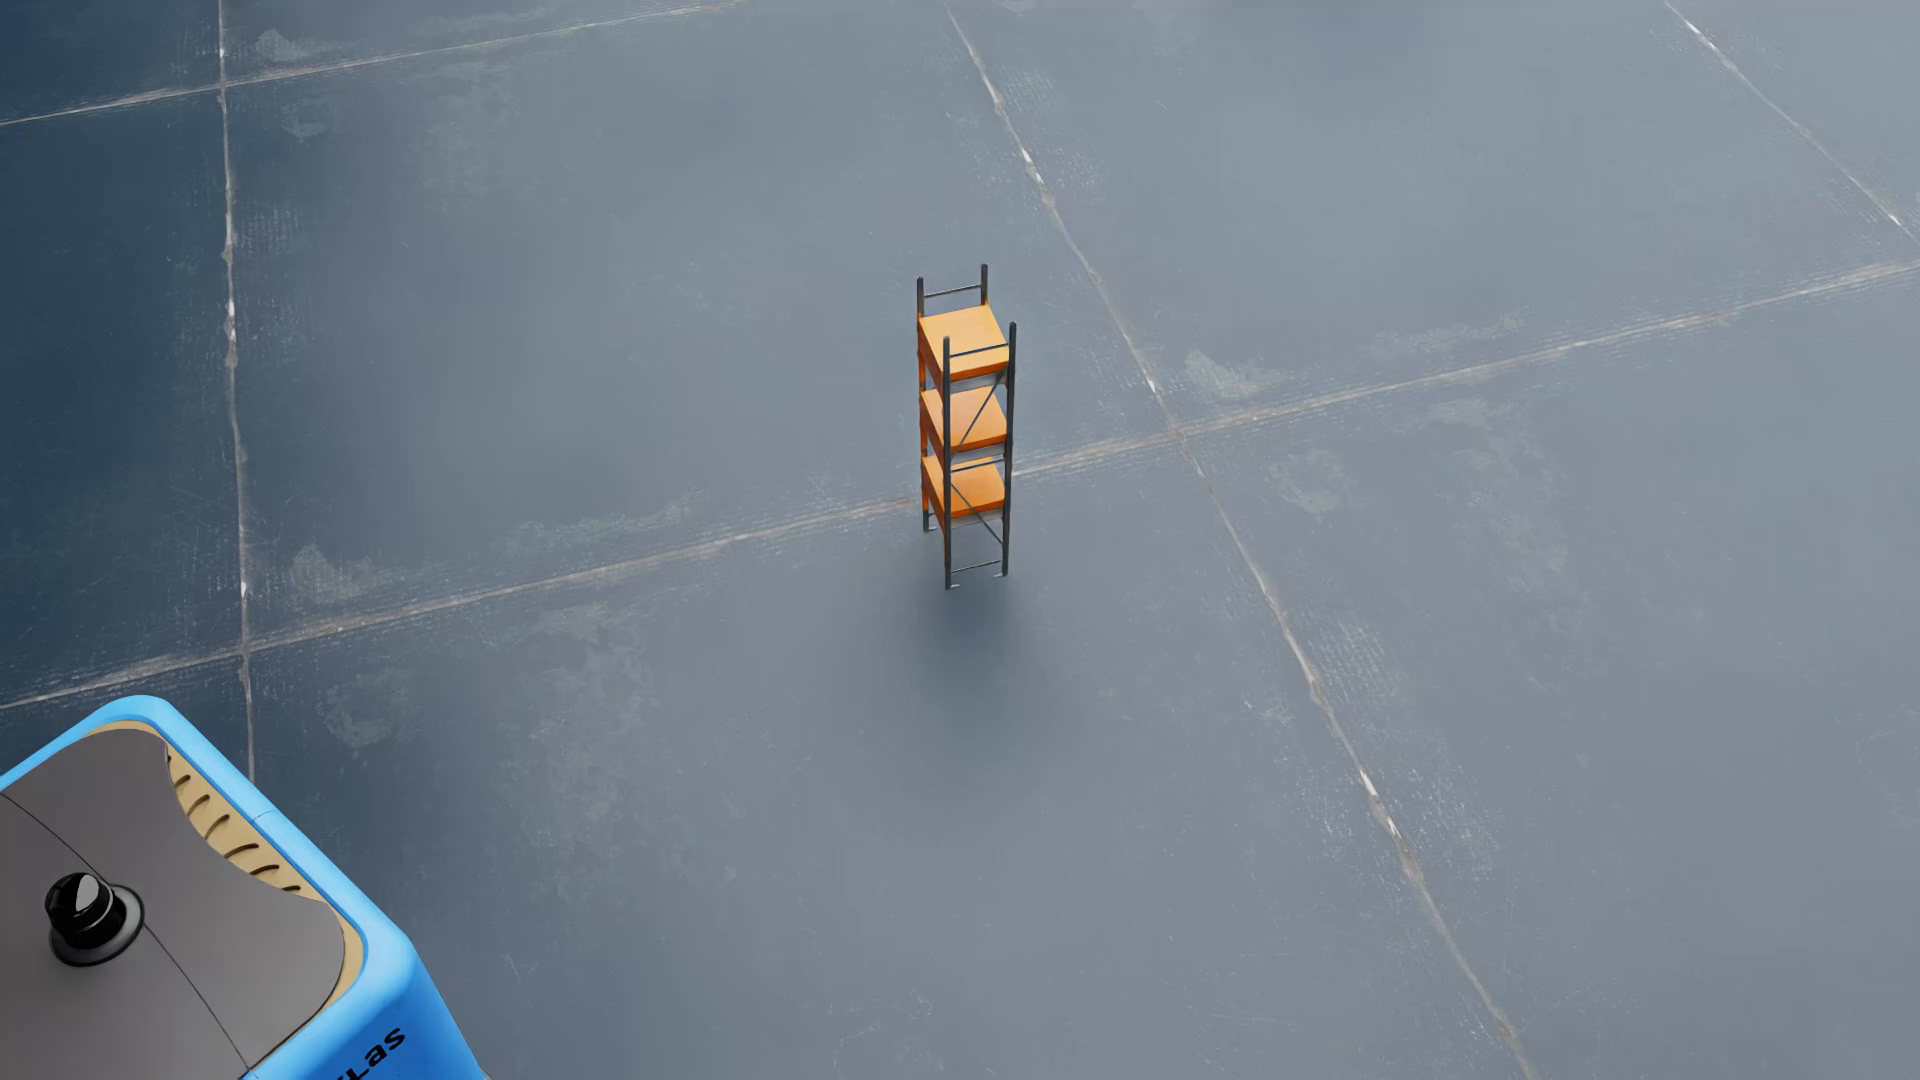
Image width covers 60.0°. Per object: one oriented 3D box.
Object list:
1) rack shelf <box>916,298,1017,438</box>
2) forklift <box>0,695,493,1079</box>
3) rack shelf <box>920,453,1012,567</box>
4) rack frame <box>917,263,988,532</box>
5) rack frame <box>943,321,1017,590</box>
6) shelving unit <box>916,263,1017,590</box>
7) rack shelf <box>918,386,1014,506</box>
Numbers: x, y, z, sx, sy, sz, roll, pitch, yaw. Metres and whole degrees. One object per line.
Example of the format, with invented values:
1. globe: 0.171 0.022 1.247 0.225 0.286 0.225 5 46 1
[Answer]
1. rack shelf: 0.016 -0.475 4.607 0.215 0.259 0.240 -13 51 -11
2. forklift: -2.383 1.149 2.364 1.130 2.935 3.031 34 58 25
3. rack shelf: 0.016 -0.113 5.036 0.215 0.259 0.240 -13 51 -11
4. rack frame: -0.020 -0.388 4.891 0.200 1.050 0.008 -13 51 -11
5. rack frame: 0.052 -0.210 4.741 0.200 1.050 0.008 -13 51 -11
6. shelving unit: 0.016 -0.299 4.816 0.215 1.050 0.252 -13 51 -11
7. rack shelf: 0.016 -0.292 4.824 0.215 0.259 0.240 -13 51 -11
